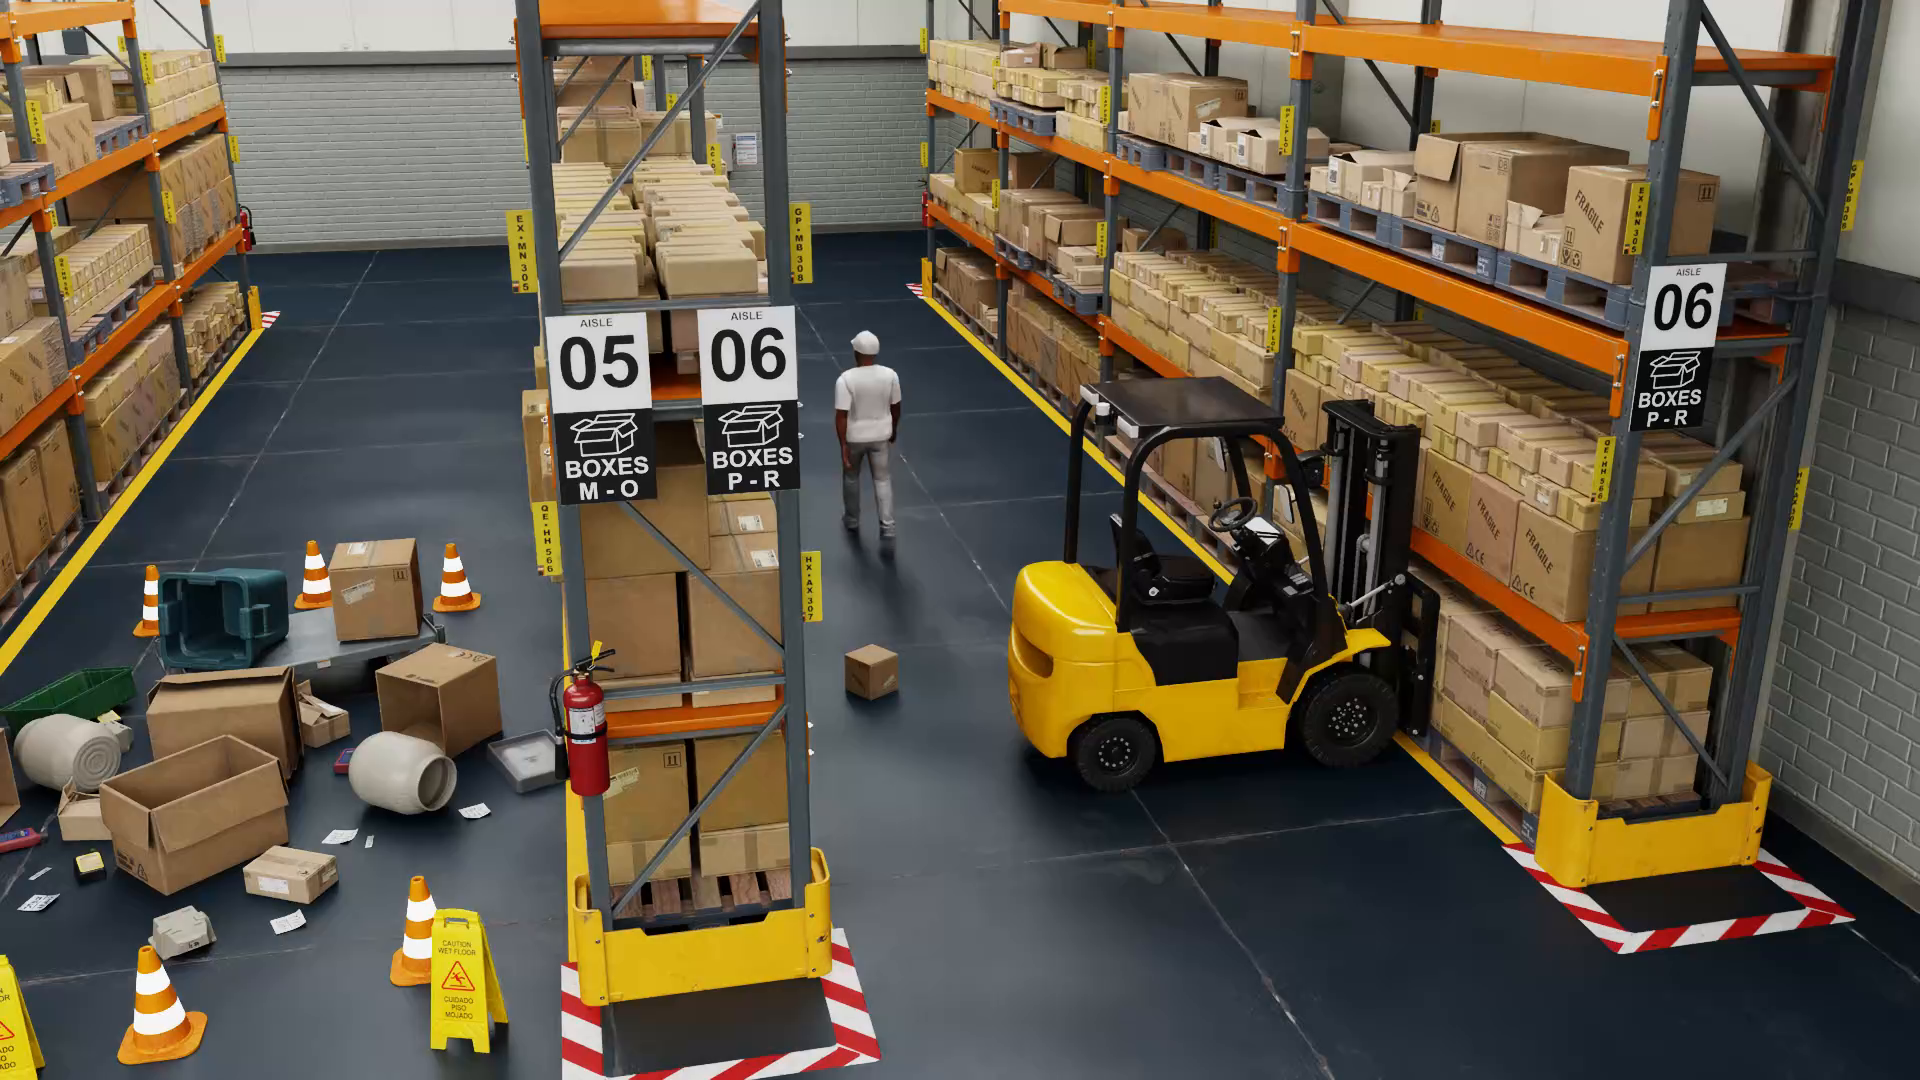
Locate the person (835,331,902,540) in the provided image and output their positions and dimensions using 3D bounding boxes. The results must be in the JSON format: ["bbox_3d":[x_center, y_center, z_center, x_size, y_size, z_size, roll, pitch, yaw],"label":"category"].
[{"bbox_3d":[-0.748,-0.850,13.436,0.560,1.724,0.993,-4,20,-12],"label":"person"}]
